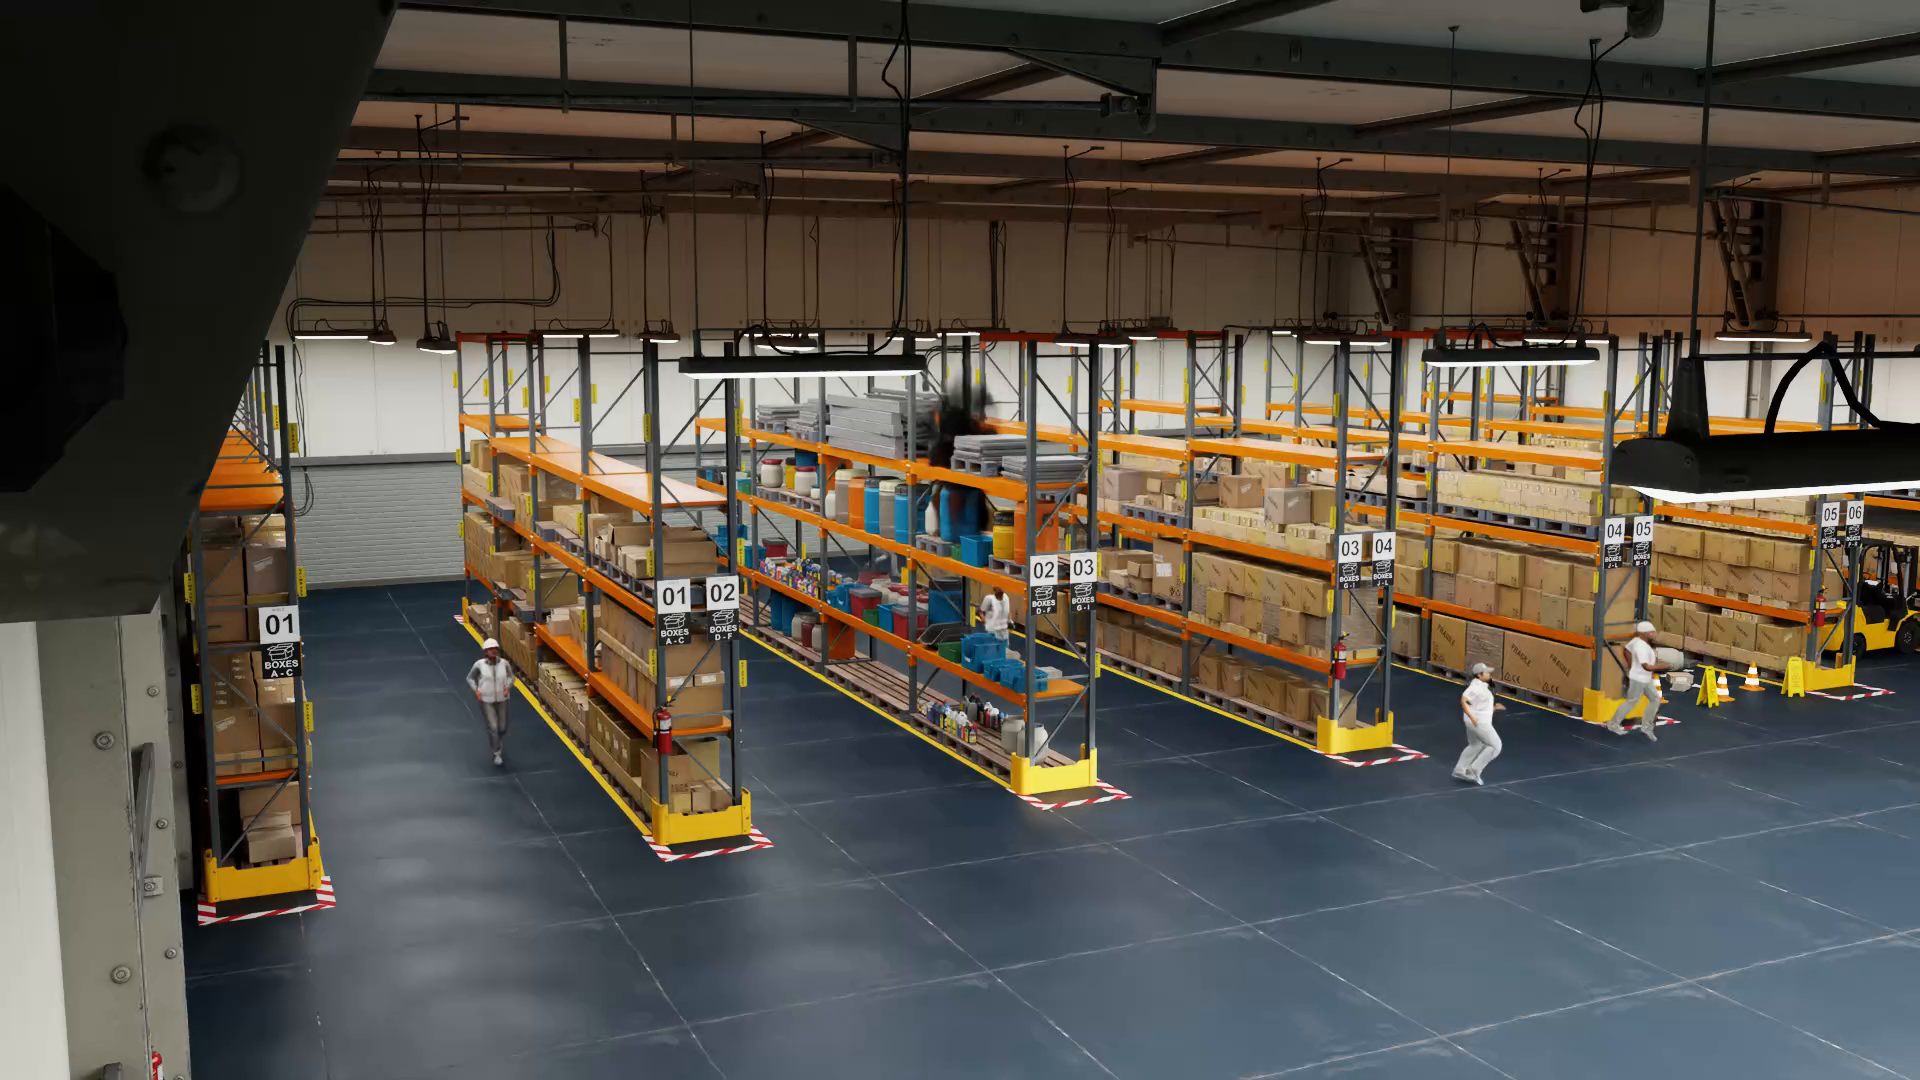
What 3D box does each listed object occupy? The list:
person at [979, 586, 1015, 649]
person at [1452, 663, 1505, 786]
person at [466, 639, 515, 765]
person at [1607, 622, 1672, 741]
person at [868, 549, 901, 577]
[{"bbox_3d":[0.621,1.537,29.303,0.668,1.728,0.639,-6,9,-36],"label":"person"},{"bbox_3d":[7.045,2.484,22.547,0.640,1.655,0.583,2,8,14],"label":"person"},{"bbox_3d":[-6.679,2.275,23.739,0.670,1.761,0.751,-4,9,-28],"label":"person"},{"bbox_3d":[10.174,2.117,24.854,0.849,1.824,0.670,4,9,28],"label":"person"},{"bbox_3d":[-1.798,0.060,40.287,0.865,1.670,0.578,0,8,-2],"label":"person"}]
